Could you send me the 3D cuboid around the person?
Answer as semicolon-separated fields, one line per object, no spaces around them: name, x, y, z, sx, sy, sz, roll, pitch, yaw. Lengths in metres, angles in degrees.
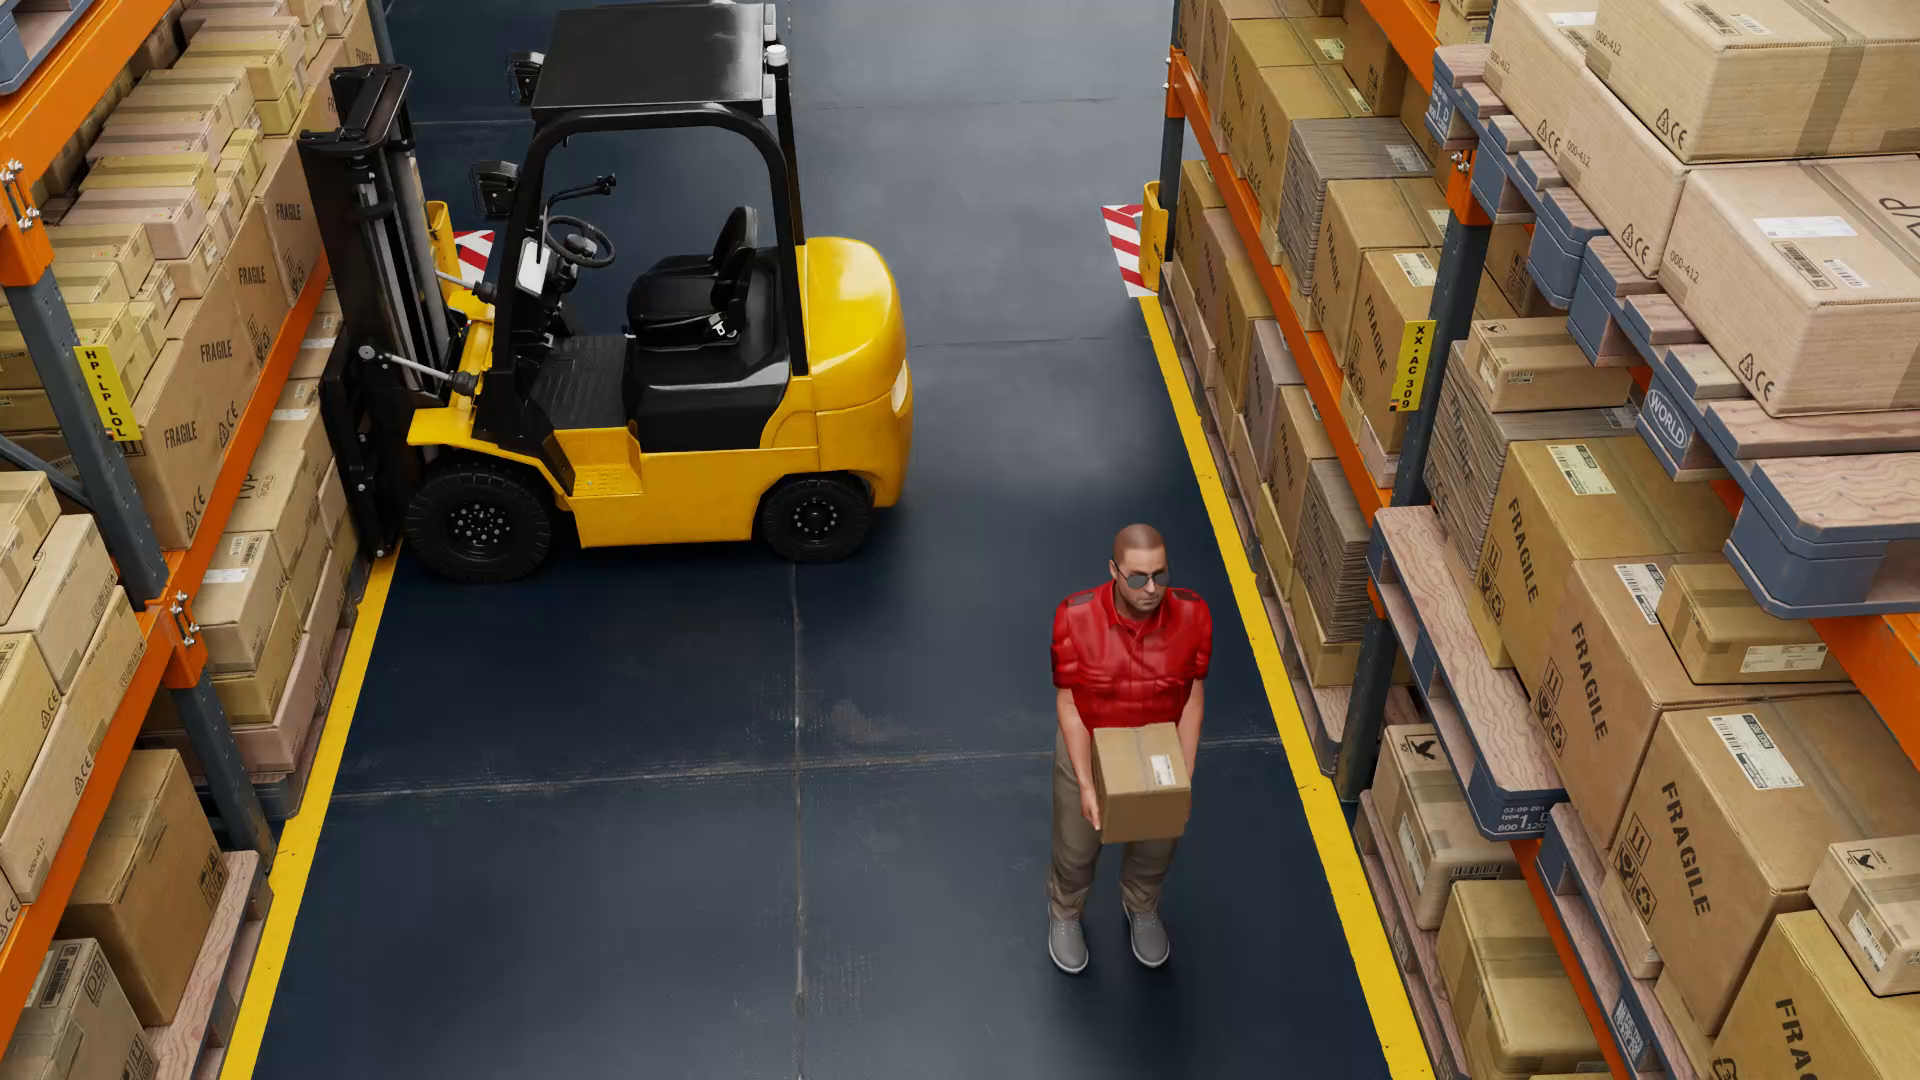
person;0.537;0.743;5.253;0.495;1.715;0.530;-4;39;-5
